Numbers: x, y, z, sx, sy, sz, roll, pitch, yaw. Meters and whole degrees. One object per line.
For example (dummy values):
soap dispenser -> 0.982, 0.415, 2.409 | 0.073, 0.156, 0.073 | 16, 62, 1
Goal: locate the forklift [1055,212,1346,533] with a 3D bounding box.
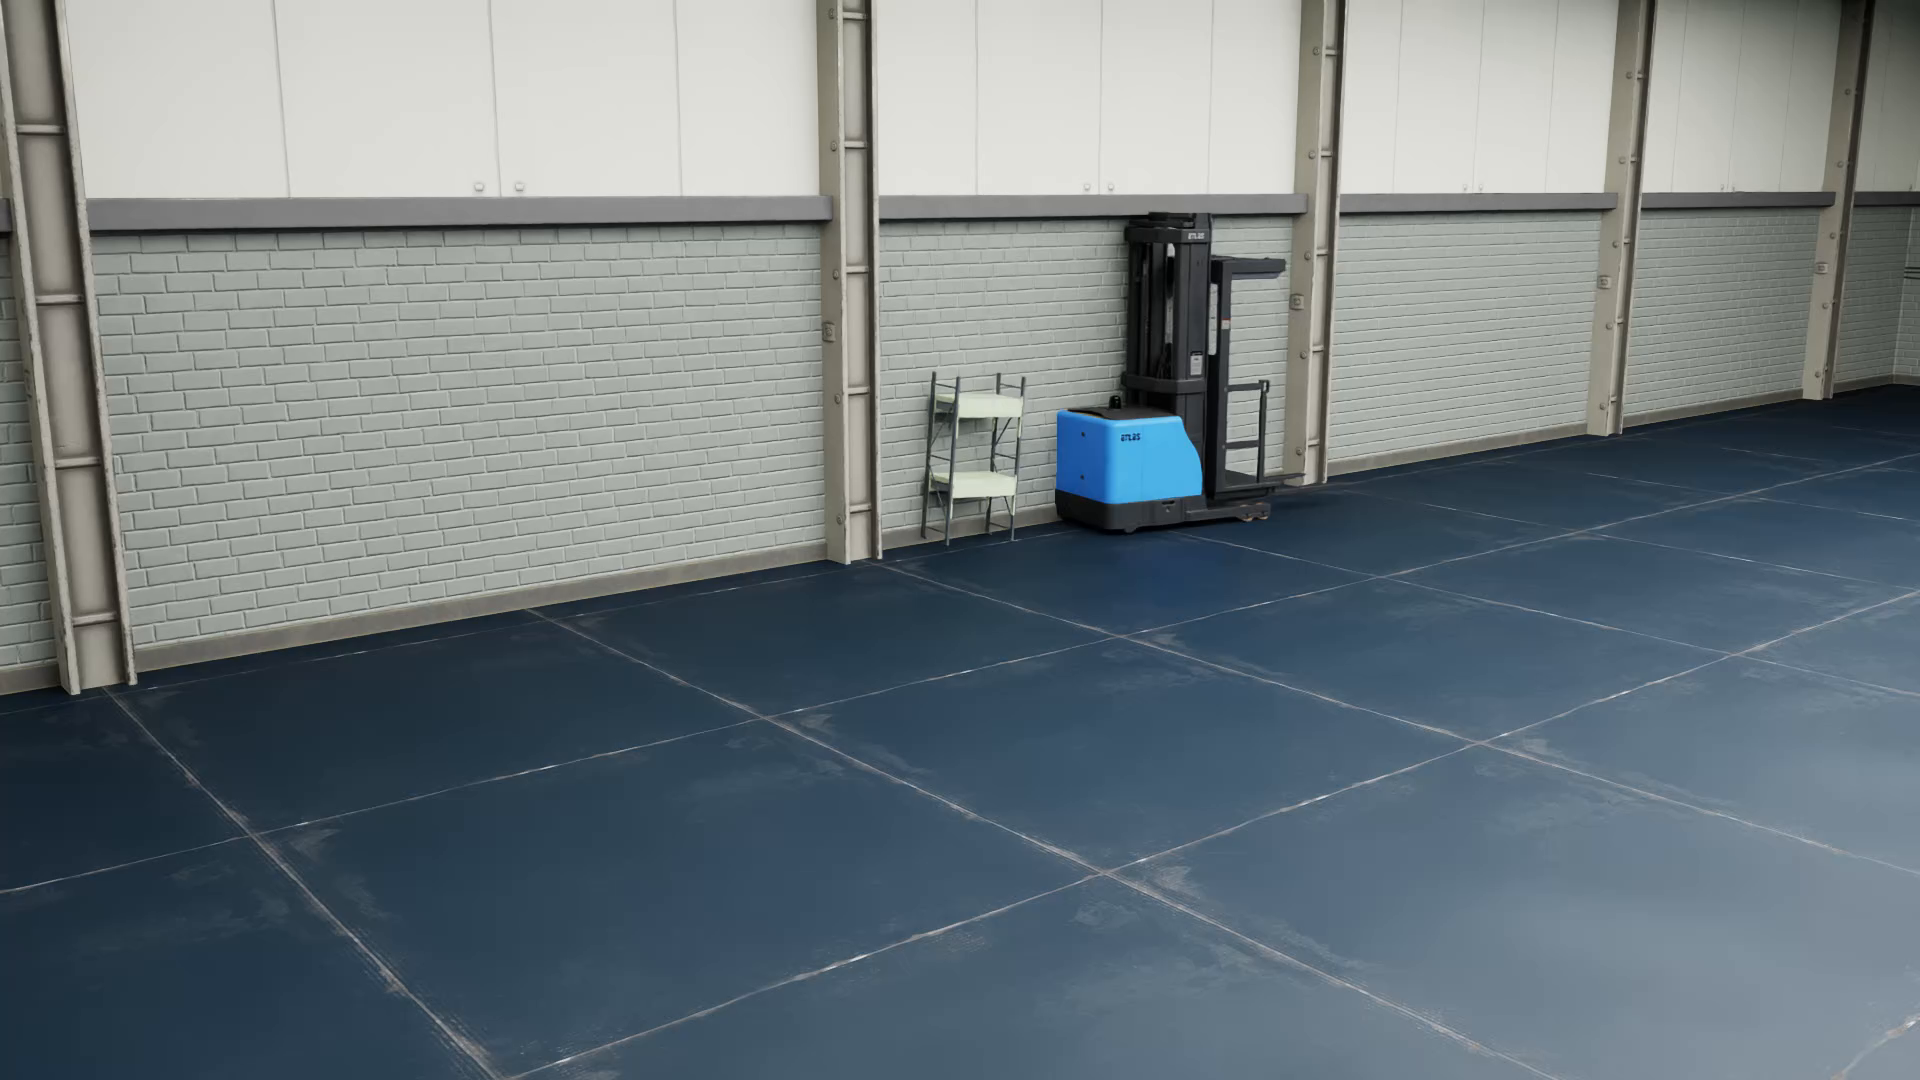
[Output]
forklift -> 2.441, -1.699, 16.193 | 3.031, 2.935, 1.130 | -7, 14, -28

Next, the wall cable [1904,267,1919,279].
wall cable -> 16.258, -5.227, 25.678 | 0.112, 2.526, 3.097 | -9, 15, -38

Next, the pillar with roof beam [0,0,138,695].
pillar with roof beam -> -2.920, -2.766, 6.611 | 0.400, 9.000, 9.100 | -9, 15, -38

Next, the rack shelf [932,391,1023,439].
rack shelf -> 0.147, -1.127, 14.927 | 0.720, 0.370, 0.431 | -4, 13, -36

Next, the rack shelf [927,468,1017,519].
rack shelf -> 0.096, -0.425, 15.058 | 0.720, 0.370, 0.431 | -4, 13, -36

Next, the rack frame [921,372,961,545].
rack frame -> -0.174, -0.726, 14.781 | 0.023, 1.500, 0.400 | -4, 13, -36

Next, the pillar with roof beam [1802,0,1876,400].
pillar with roof beam -> 15.821, -5.880, 21.277 | 0.400, 9.000, 9.100 | -9, 15, -38

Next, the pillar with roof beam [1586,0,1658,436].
pillar with roof beam -> 11.136, -5.102, 17.611 | 0.400, 9.000, 9.100 | -9, 15, -38

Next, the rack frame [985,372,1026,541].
rack frame -> 0.413, -0.764, 15.216 | 0.023, 1.500, 0.400 | -4, 13, -36

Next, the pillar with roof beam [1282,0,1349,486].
pillar with roof beam -> 6.451, -4.323, 13.944 | 0.400, 9.000, 9.100 | -9, 15, -38

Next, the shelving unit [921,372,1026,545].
shelving unit -> 0.119, -0.745, 14.998 | 0.755, 1.500, 0.431 | -4, 13, -36

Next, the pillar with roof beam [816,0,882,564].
pillar with roof beam -> 1.765, -3.544, 10.278 | 0.400, 9.000, 9.100 | -9, 15, -38
